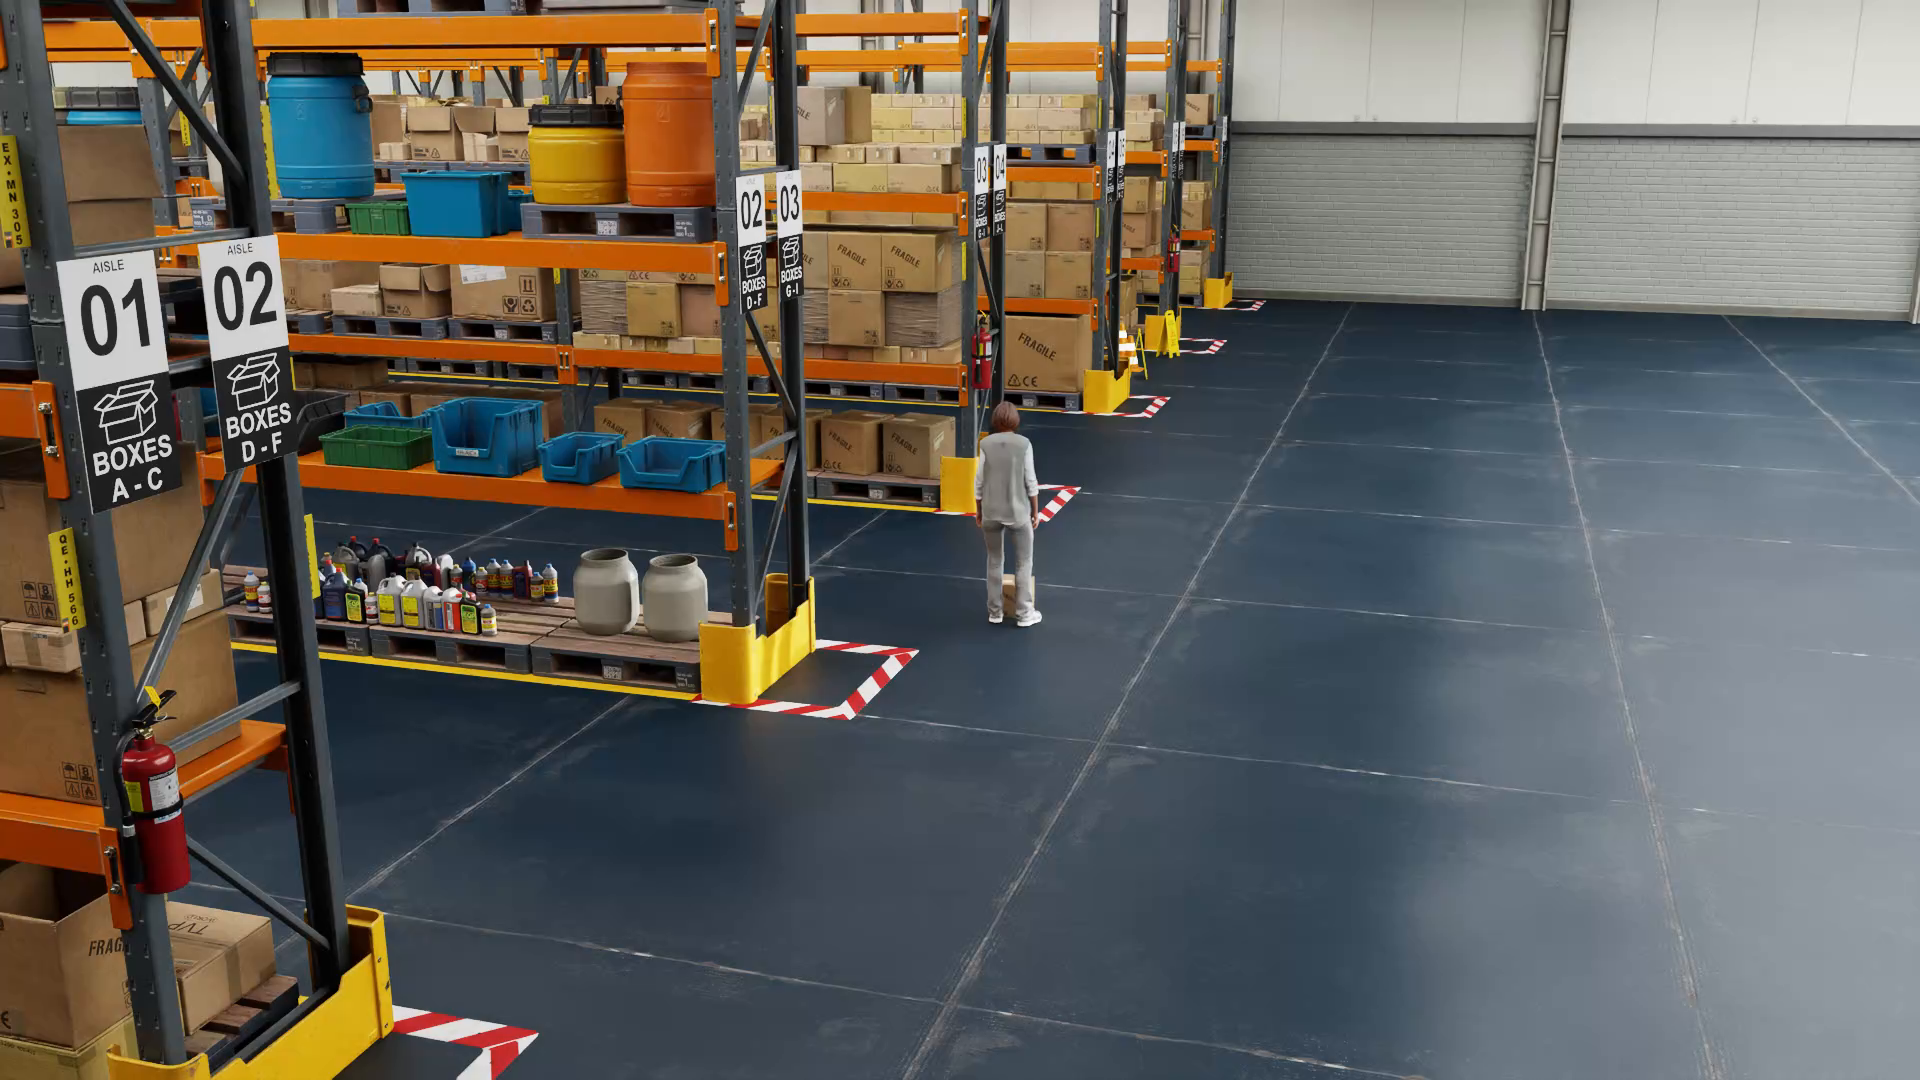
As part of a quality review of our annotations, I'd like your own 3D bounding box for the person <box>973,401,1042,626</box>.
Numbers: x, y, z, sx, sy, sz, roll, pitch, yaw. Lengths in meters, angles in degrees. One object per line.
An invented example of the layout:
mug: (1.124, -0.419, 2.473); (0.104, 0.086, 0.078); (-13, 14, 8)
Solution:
person: (0.334, -0.178, 11.698); (0.473, 1.590, 0.377); (4, 16, 13)
